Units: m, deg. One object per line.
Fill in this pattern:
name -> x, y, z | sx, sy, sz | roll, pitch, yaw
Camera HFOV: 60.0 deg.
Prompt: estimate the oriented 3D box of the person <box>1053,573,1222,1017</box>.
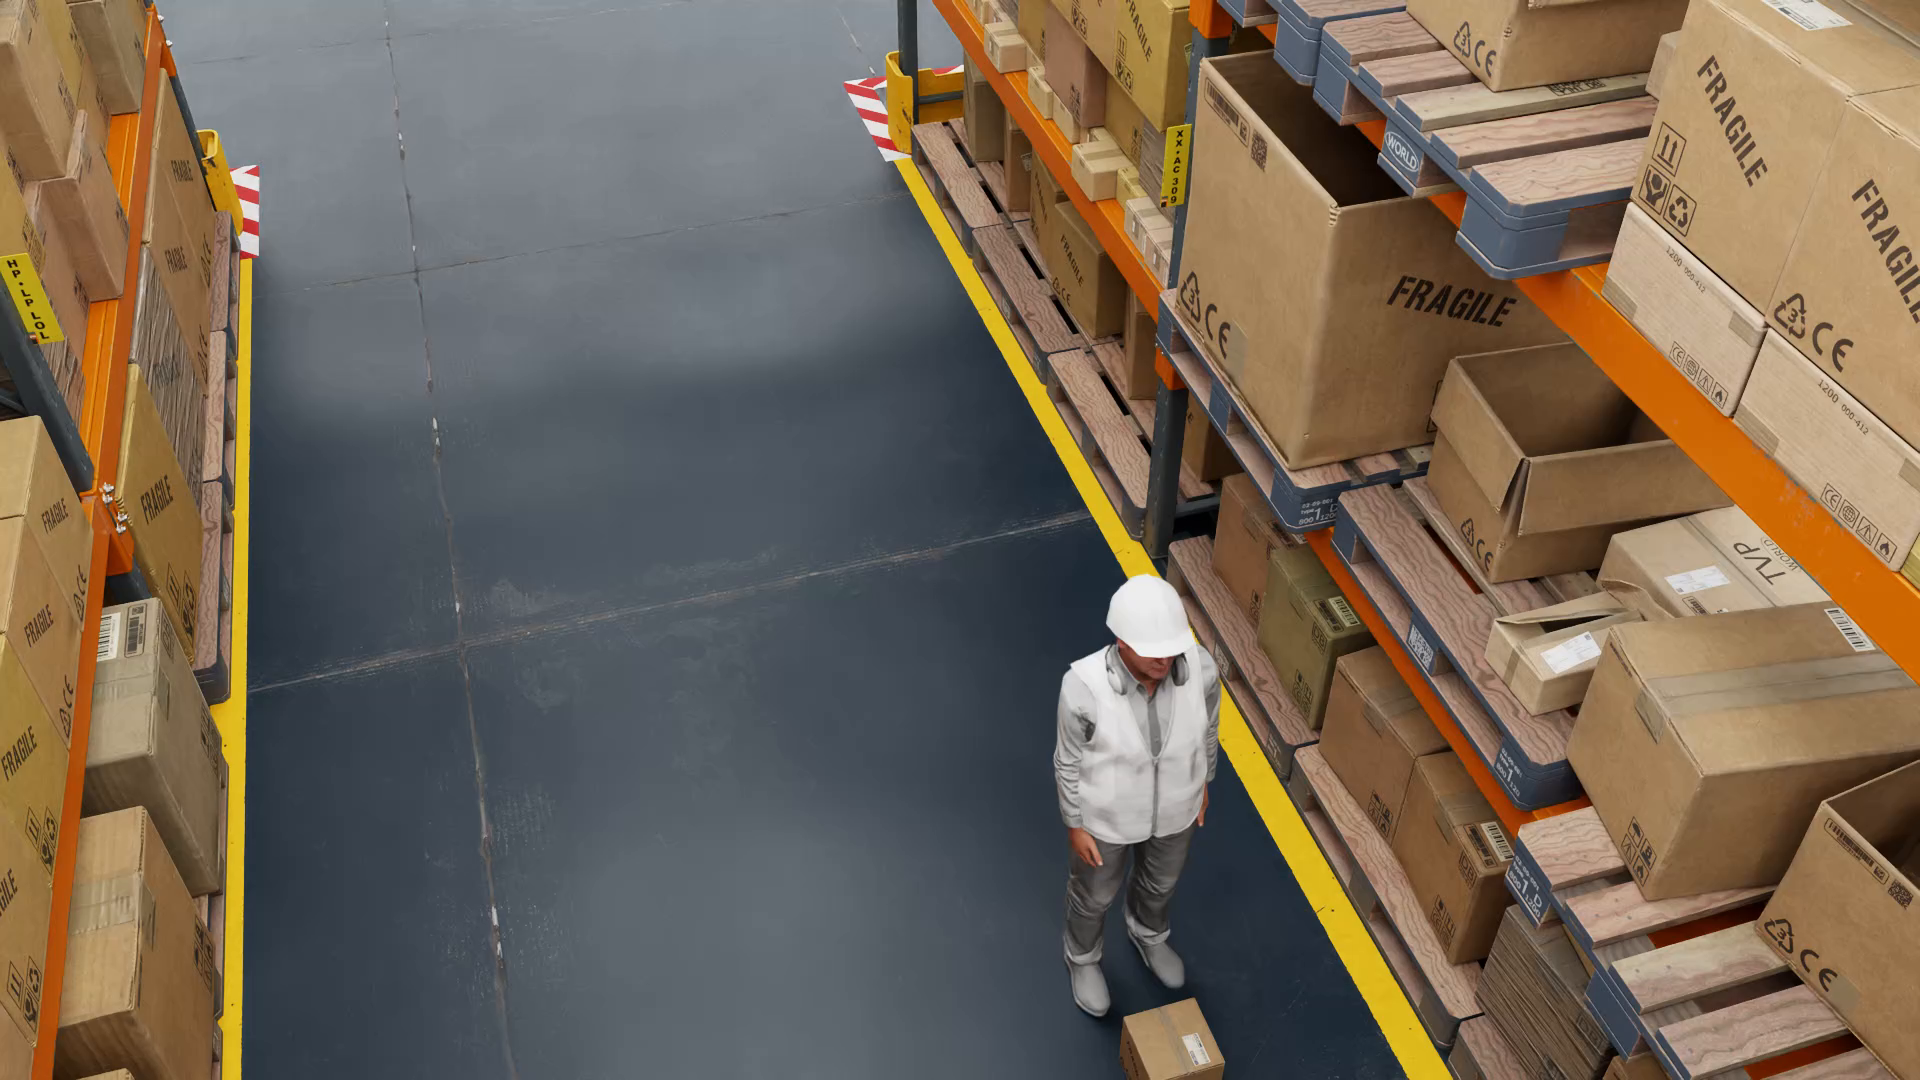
person -> 0.553, 0.834, 5.228 | 0.540, 1.801, 0.378 | -11, 43, -12
